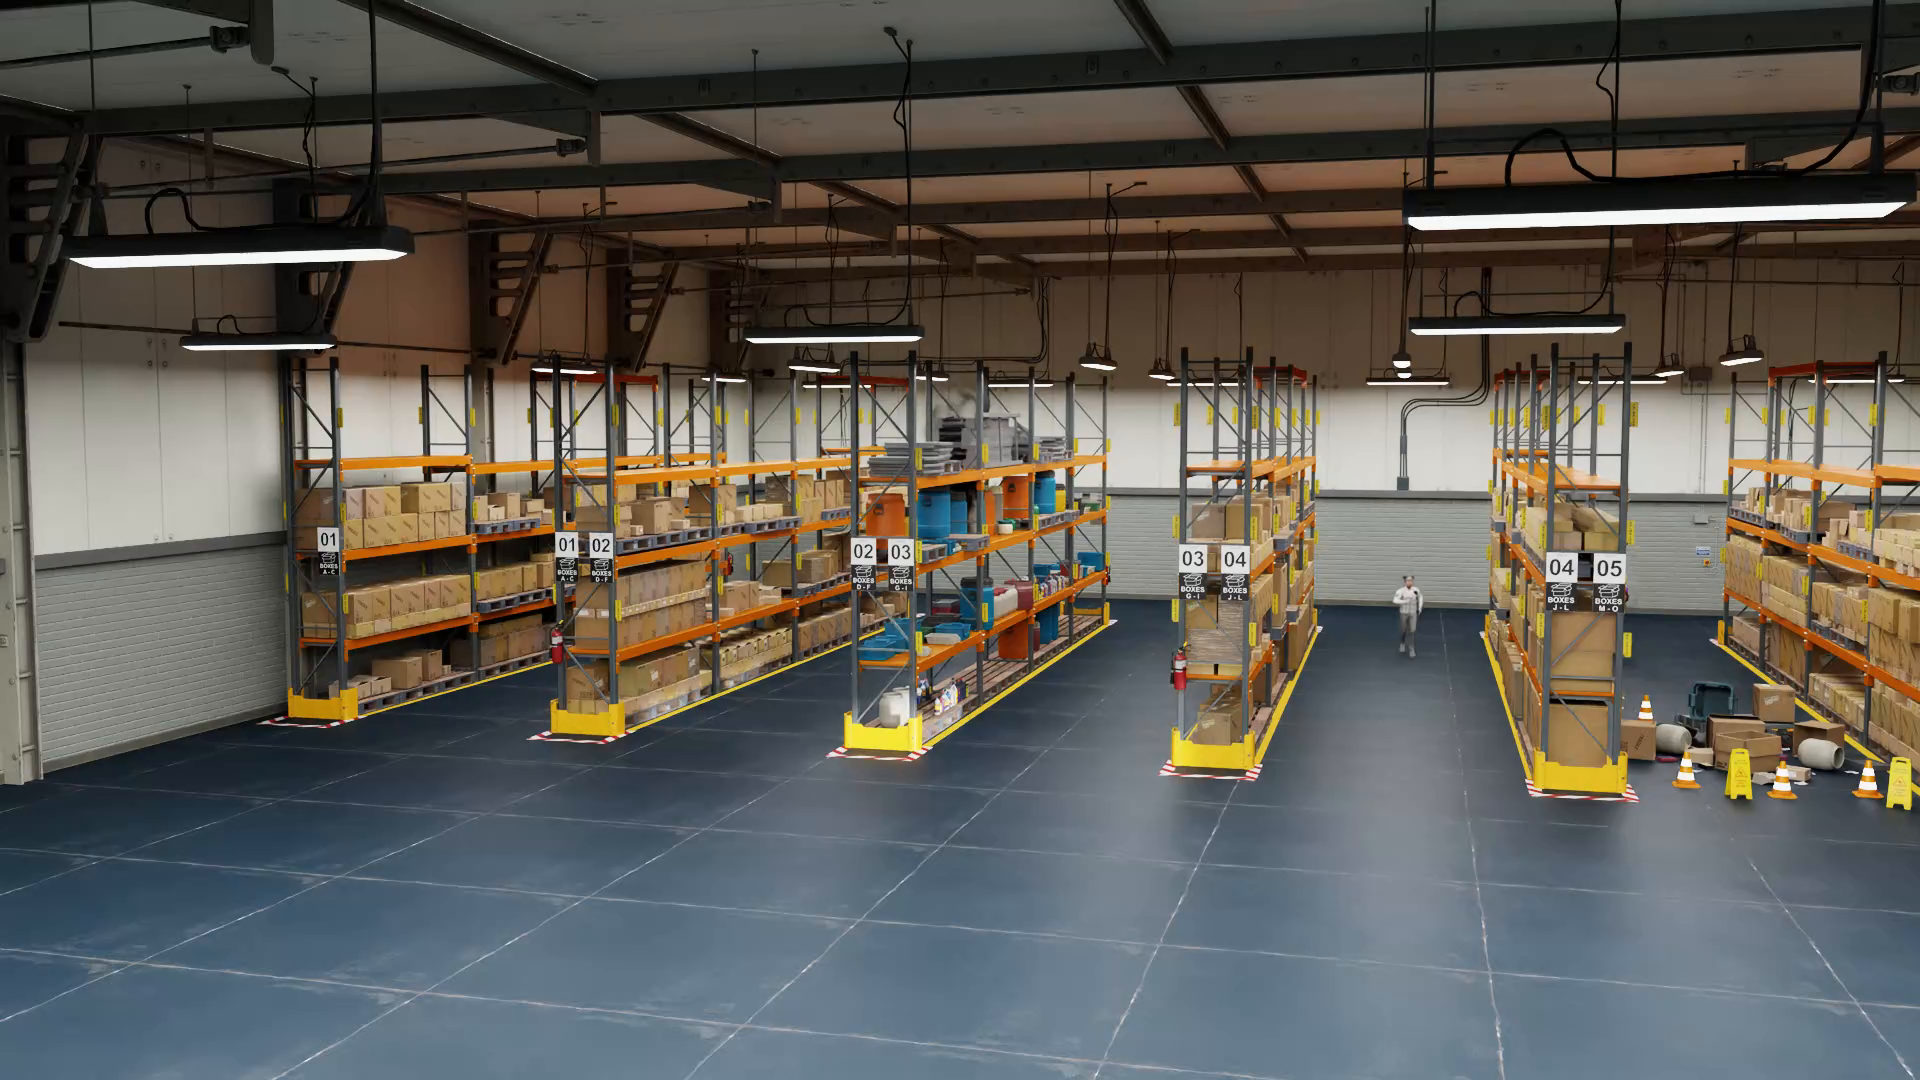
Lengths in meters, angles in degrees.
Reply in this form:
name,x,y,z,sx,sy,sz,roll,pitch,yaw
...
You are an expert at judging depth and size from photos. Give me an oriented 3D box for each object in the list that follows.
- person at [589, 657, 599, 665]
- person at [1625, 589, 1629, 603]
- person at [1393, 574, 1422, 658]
name,x,y,z,sx,sy,sz,roll,pitch,yaw
person,-6.737,1.860,31.180,0.710,1.734,0.723,0,4,0
person,13.827,1.491,35.495,0.703,1.746,0.992,0,4,-1
person,9.421,1.571,34.973,0.629,1.722,0.866,0,4,6
